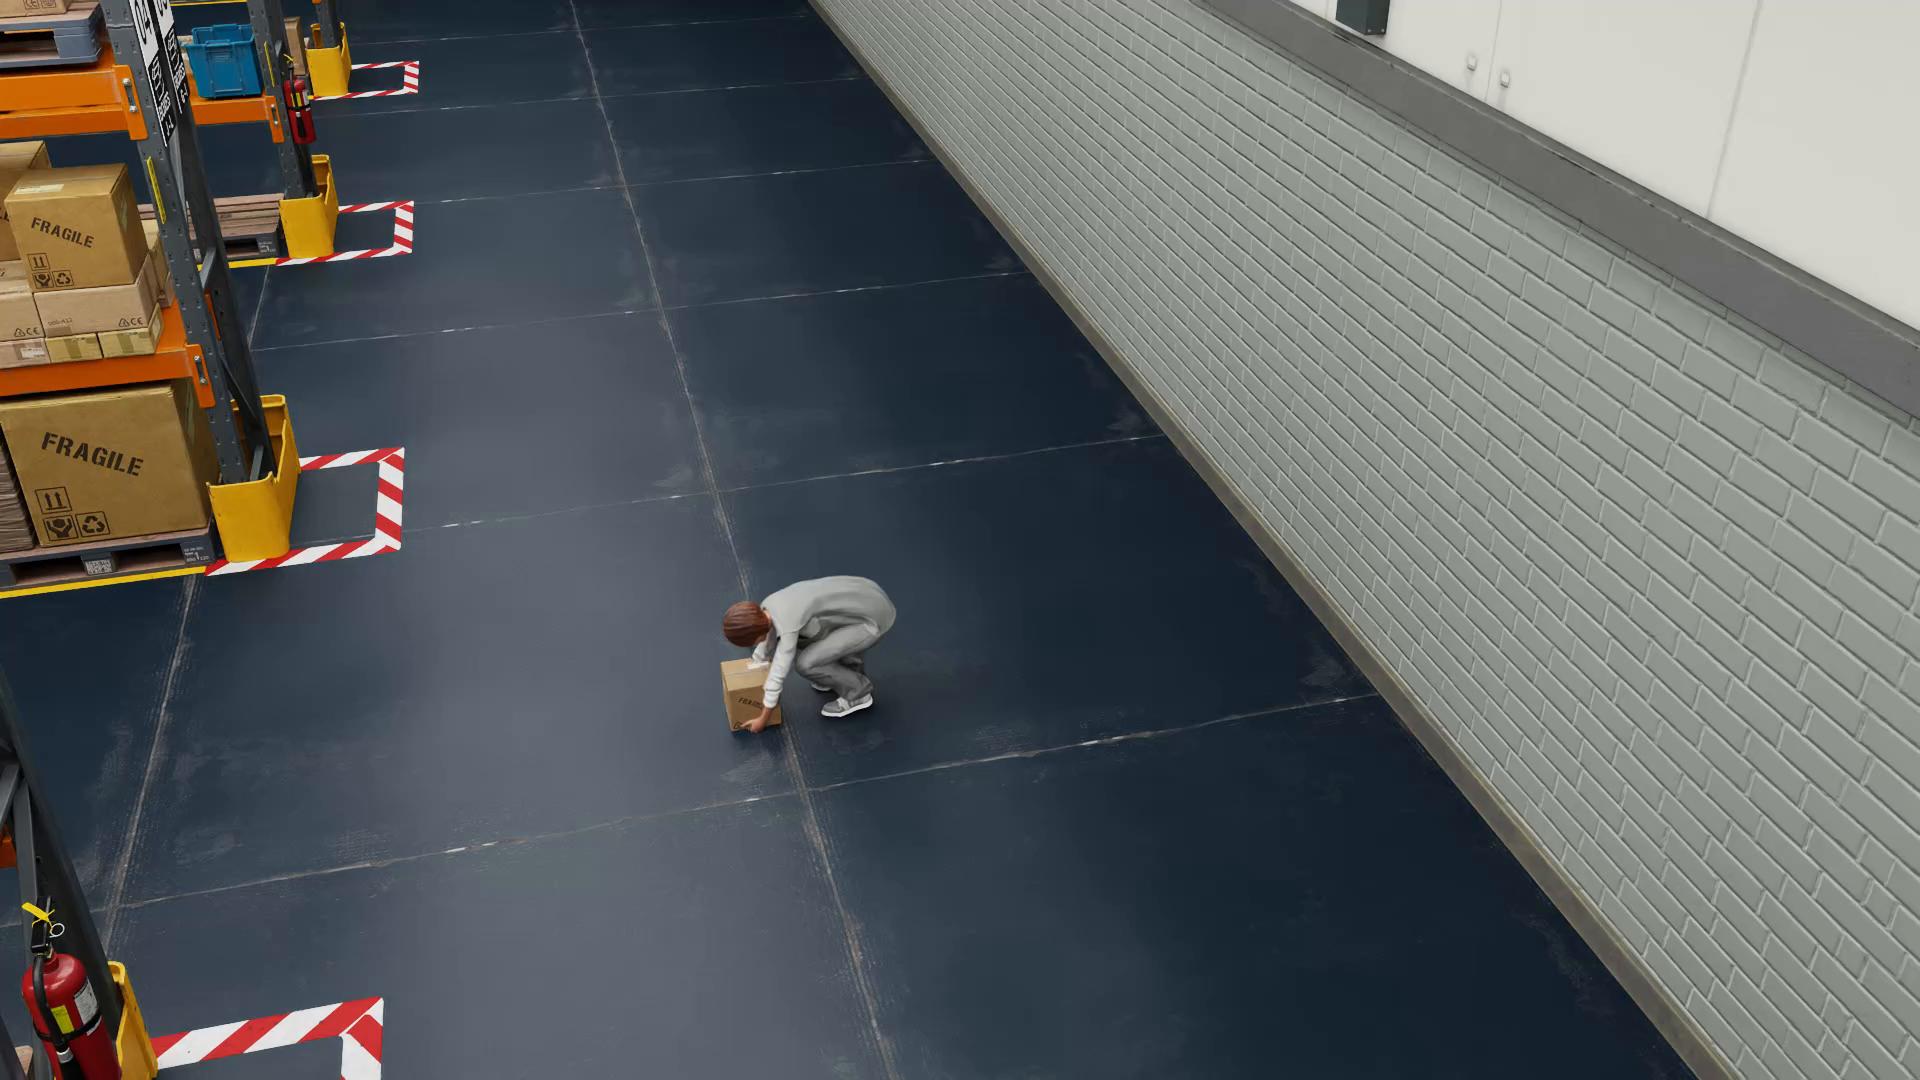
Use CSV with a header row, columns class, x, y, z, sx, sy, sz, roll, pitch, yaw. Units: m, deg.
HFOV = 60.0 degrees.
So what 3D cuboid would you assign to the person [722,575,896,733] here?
class,x,y,z,sx,sy,sz,roll,pitch,yaw
person,-0.739,0.541,8.244,0.867,0.716,0.423,-9,32,-14
